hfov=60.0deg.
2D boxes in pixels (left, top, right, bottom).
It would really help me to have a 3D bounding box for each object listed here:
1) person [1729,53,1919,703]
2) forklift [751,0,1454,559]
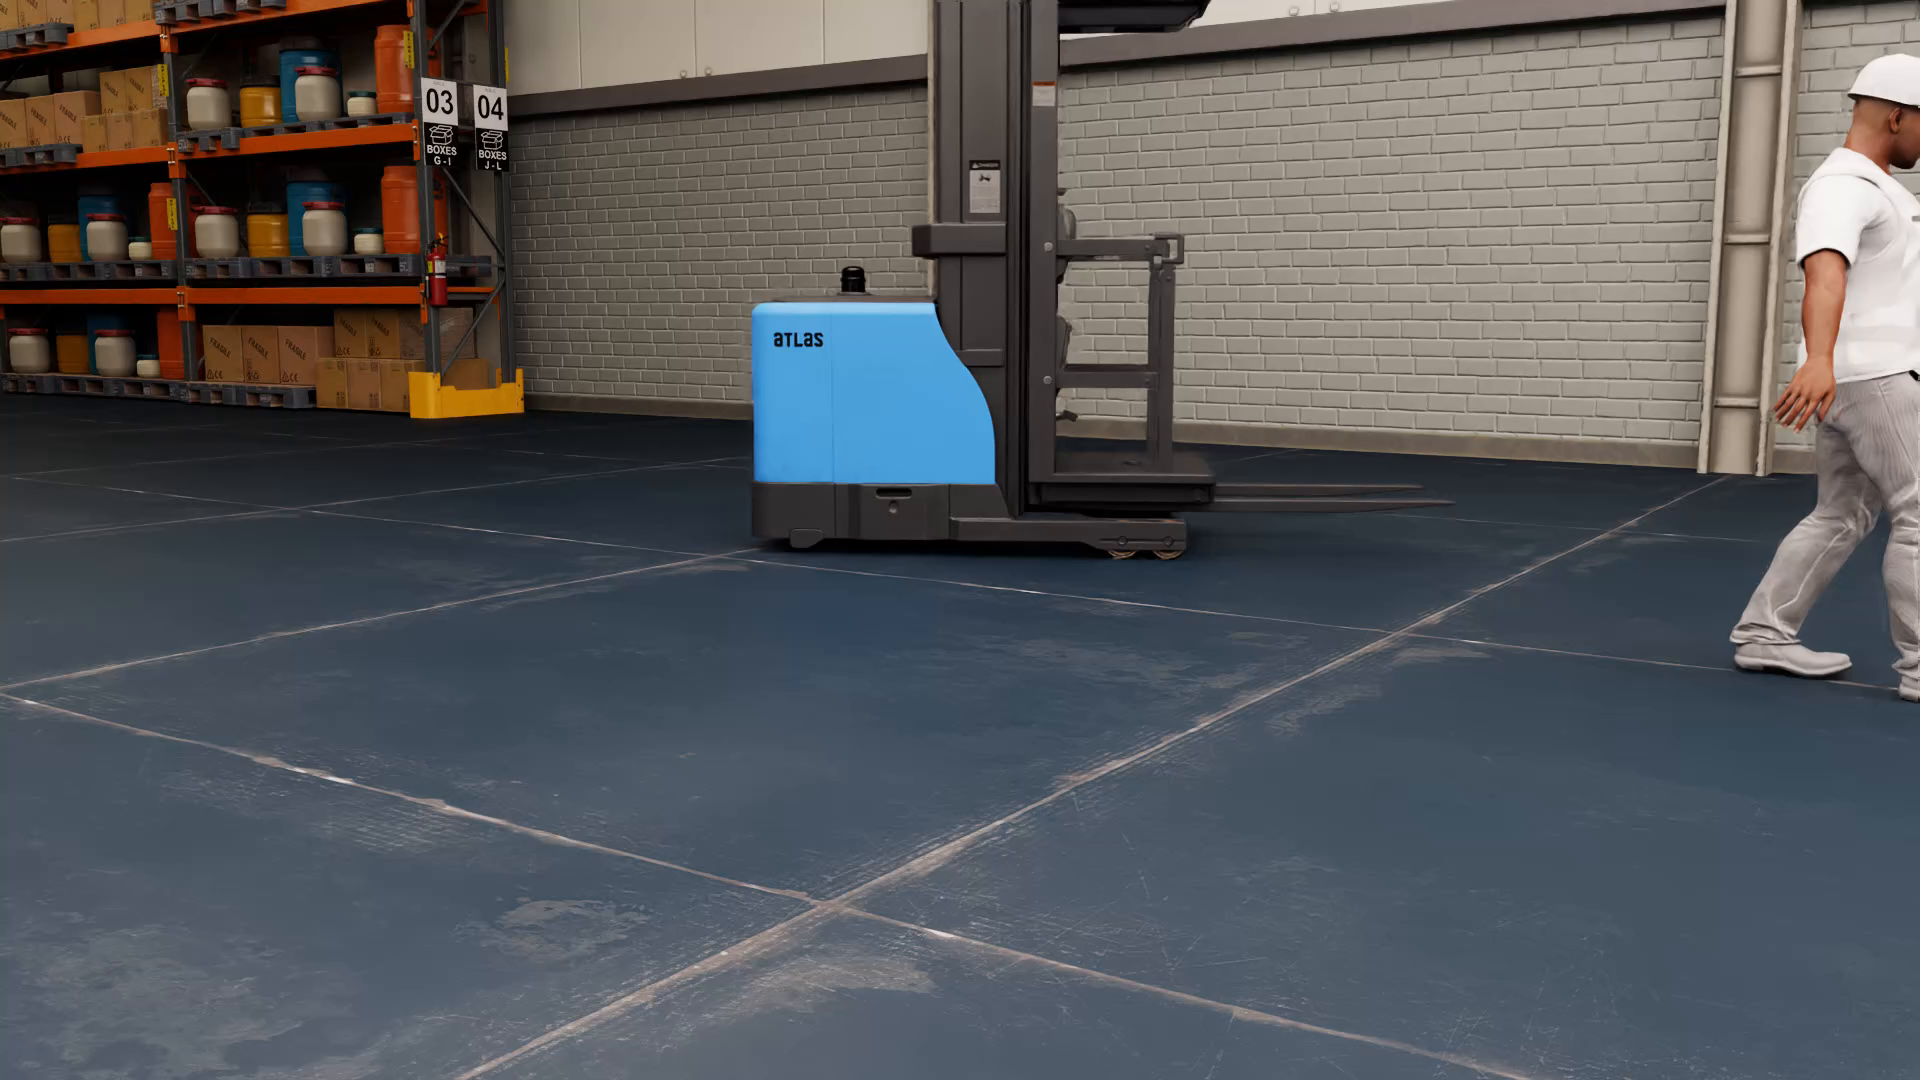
[{"bbox_3d":[2.547,-0.432,4.536,0.738,1.749,1.033,4,9,28],"label":"person"},{"bbox_3d":[0.631,-1.448,7.379,3.031,2.935,1.130,0,8,3],"label":"forklift"}]
